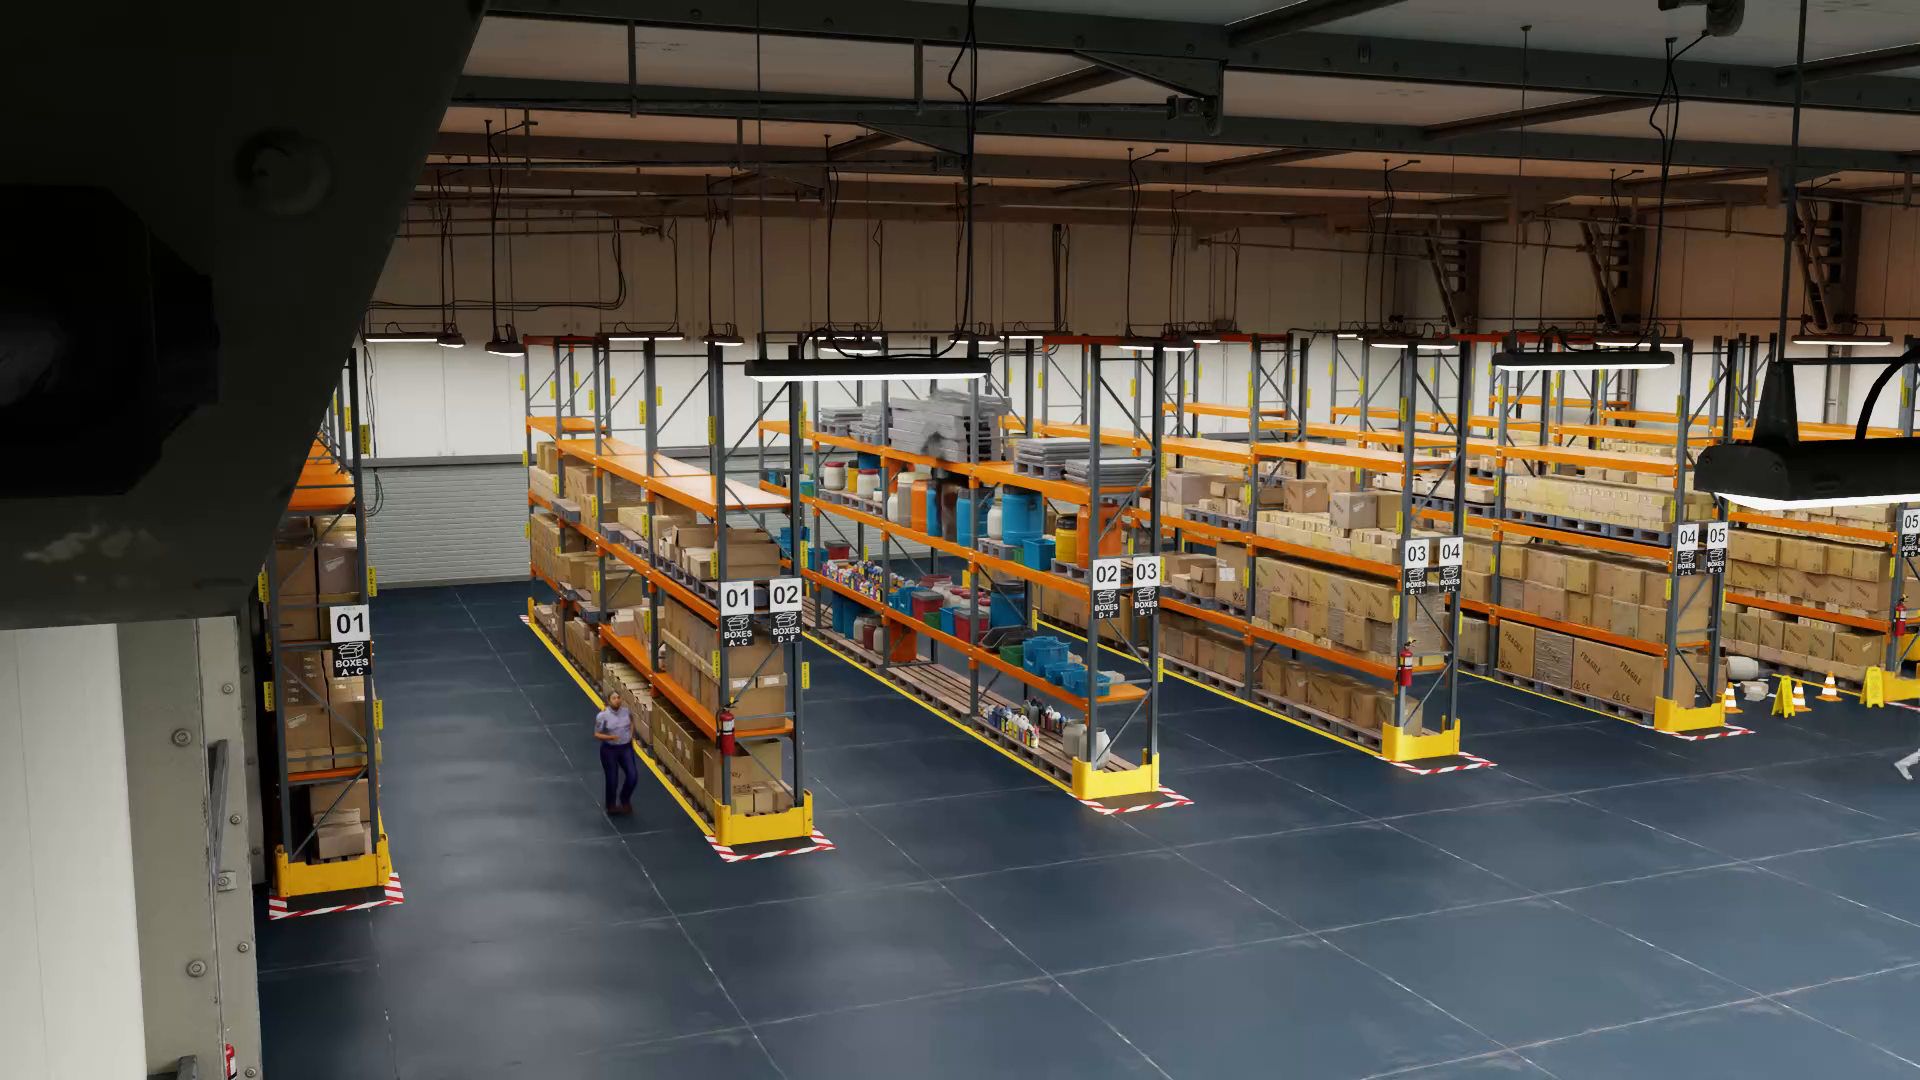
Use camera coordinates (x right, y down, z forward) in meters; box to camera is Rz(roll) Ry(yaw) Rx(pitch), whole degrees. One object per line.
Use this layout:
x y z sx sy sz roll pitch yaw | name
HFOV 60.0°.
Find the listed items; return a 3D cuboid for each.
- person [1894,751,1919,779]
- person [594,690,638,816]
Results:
13.231 2.576 22.536 0.974 1.627 0.652 2 8 12 | person
-4.342 2.731 21.166 0.589 1.635 0.621 -4 9 -30 | person
